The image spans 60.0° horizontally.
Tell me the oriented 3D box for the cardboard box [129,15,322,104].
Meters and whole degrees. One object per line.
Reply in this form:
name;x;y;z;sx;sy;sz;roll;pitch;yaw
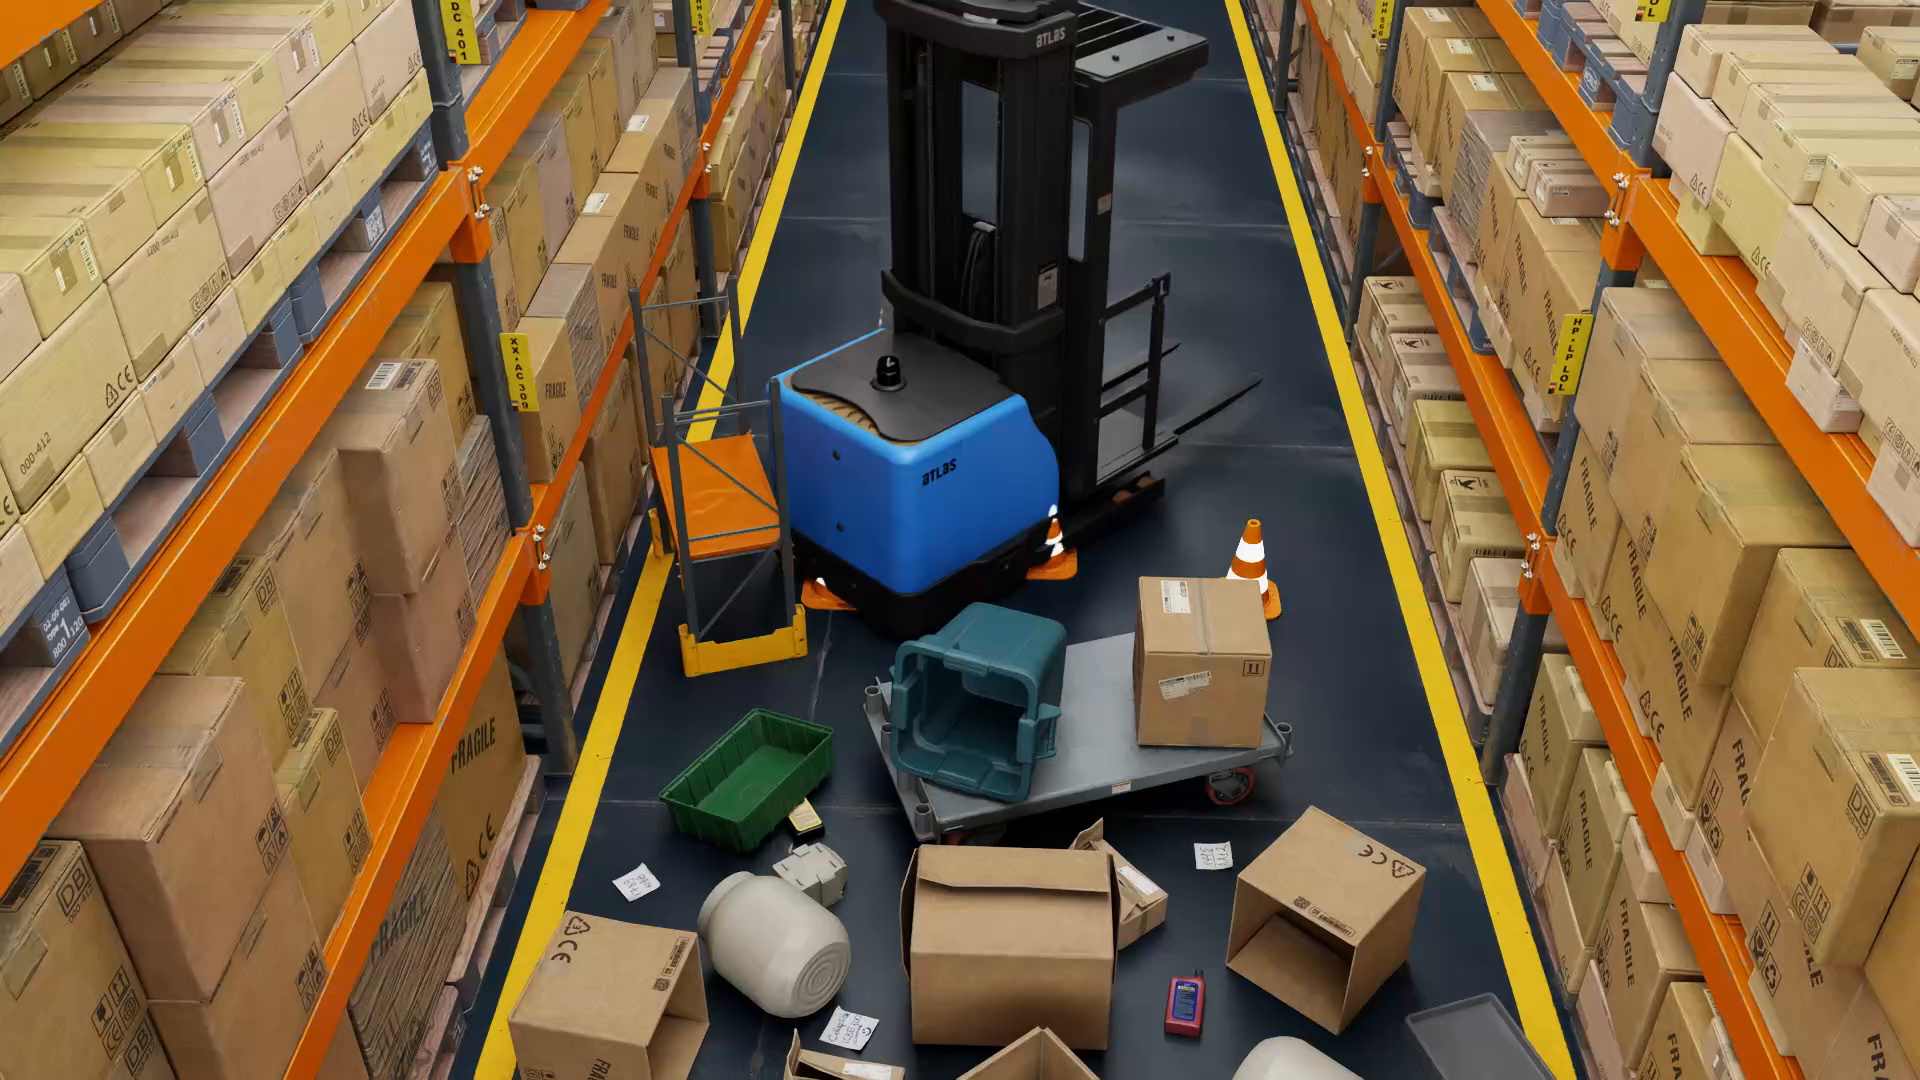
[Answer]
cardboard box;-1.909;-1.255;4.337;0.380;0.149;0.250;2;35;3

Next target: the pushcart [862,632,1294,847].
pushcart;0.488;0.863;7.140;1.648;0.377;0.936;-10;36;-14

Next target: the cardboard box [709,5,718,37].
cardboard box;-1.771;-3.326;10.673;0.380;0.149;0.250;3;35;4

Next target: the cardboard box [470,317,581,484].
cardboard box;-1.892;-0.579;6.824;0.500;0.500;0.500;2;35;2

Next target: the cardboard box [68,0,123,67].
cardboard box;-2.555;-1.413;4.561;0.380;0.149;0.250;1;35;1

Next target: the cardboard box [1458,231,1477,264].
cardboard box;2.617;-1.444;7.994;0.380;0.149;0.250;2;35;3

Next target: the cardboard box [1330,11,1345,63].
cardboard box;2.731;-3.302;10.916;0.500;0.250;0.500;1;35;1

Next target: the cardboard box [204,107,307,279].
cardboard box;-1.988;-0.876;4.145;0.500;0.250;0.500;1;35;1

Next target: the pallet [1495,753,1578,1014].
pallet;2.777;1.341;6.604;1.003;0.211;1.213;1;35;2

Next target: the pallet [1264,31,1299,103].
pallet;3.198;-4.077;14.313;1.003;0.211;1.213;1;35;2

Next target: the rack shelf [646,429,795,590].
rack shelf;-1.153;-0.162;7.935;0.538;0.185;1.000;-10;36;-13

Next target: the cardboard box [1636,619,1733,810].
cardboard box;2.442;0.475;5.066;0.500;0.500;0.500;1;35;1

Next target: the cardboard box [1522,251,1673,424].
cardboard box;2.558;-0.791;6.502;0.500;0.500;0.500;1;35;1

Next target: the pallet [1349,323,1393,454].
pallet;2.896;-0.895;9.785;1.003;0.211;1.213;1;35;2

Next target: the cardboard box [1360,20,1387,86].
cardboard box;2.695;-2.912;9.926;0.500;0.250;0.500;1;35;2

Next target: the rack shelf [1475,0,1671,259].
rack shelf;2.849;-2.268;7.331;1.077;0.370;4.000;1;35;2

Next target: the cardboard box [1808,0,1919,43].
cardboard box;3.192;-1.850;5.876;0.500;0.250;0.500;0;35;1

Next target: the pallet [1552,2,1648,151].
pallet;2.900;-1.689;6.045;1.213;0.211;1.003;1;35;2

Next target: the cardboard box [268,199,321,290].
cardboard box;-1.917;-0.780;4.354;0.380;0.149;0.250;2;35;3

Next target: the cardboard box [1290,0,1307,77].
cardboard box;3.222;-4.264;14.018;0.875;0.438;0.875;1;35;1

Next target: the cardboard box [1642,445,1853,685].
cardboard box;2.445;0.071;4.771;0.700;0.500;0.500;1;35;1

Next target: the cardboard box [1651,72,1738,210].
cardboard box;2.477;-1.227;5.096;0.500;0.250;0.500;1;35;1

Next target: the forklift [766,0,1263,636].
forklift;0.455;-1.485;8.260;3.031;2.935;1.130;-30;45;-35

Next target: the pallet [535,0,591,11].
pallet;-2.036;-2.677;7.452;1.003;0.211;1.213;3;35;4

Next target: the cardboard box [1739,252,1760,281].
cardboard box;2.545;-0.843;4.897;0.380;0.149;0.250;1;35;2

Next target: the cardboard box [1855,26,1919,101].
cardboard box;2.974;-1.450;5.066;0.380;0.149;0.250;2;35;3

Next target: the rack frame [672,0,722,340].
rack frame;-2.021;-2.541;9.702;1.000;3.000;0.127;1;35;2

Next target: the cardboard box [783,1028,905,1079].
cardboard box;-0.410;1.906;5.753;0.396;0.266;0.258;7;36;10

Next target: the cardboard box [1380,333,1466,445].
cardboard box;2.875;-0.833;9.192;0.950;0.372;0.625;1;35;1

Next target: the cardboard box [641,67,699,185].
cardboard box;-1.771;-2.317;9.296;0.500;0.500;0.500;1;35;2

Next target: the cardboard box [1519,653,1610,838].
cardboard box;2.475;0.793;6.333;0.500;0.500;0.500;3;35;4

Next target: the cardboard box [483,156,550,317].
cardboard box;-2.149;-1.274;6.943;0.700;0.500;0.500;1;35;1

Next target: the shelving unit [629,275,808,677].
shelving unit;-1.156;-0.314;7.839;0.587;1.500;1.083;-10;36;-13

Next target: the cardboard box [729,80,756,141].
cardboard box;-1.698;-2.963;11.459;0.500;0.250;0.500;2;35;2

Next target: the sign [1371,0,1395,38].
sign;2.374;-2.969;9.305;0.100;0.325;0.005;1;35;2

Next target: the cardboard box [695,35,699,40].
cardboard box;-1.792;-3.160;10.178;0.380;0.149;0.250;3;35;4

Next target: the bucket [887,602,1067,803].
bucket;0.117;0.606;6.749;0.726;0.611;0.620;13;27;18

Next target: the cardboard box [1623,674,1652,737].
cardboard box;2.452;0.531;5.550;0.380;0.149;0.250;2;35;3

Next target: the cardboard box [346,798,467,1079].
cardboard box;-2.309;1.333;5.673;0.875;0.875;0.875;2;35;2

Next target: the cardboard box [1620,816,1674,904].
cardboard box;2.383;1.048;5.406;0.380;0.149;0.250;3;35;5

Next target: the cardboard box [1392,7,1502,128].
cardboard box;2.680;-2.566;9.027;0.500;0.500;0.500;0;35;1

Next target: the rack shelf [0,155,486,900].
rack shelf;-2.262;-0.026;4.142;1.077;0.370;4.000;1;35;2

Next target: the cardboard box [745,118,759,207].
cardboard box;-1.705;-2.674;11.701;0.500;0.500;0.500;0;35;1

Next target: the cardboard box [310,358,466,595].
cardboard box;-2.137;-0.216;5.325;0.875;0.550;0.550;1;35;2

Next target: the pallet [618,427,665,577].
pallet;-2.180;-0.250;8.867;1.003;0.211;1.213;1;35;2

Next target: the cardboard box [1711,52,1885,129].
cardboard box;2.448;-1.314;4.872;0.380;0.149;0.250;2;35;3

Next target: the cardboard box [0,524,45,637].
cardboard box;-1.978;0.093;3.113;0.380;0.149;0.250;2;35;2

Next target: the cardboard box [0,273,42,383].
cardboard box;-1.969;-0.376;3.087;0.380;0.149;0.250;1;35;1

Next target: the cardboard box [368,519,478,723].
cardboard box;-2.184;0.225;5.637;0.875;0.550;0.550;1;35;2

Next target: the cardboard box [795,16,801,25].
cardboard box;-1.596;-4.490;14.590;0.380;0.149;0.250;1;35;1
